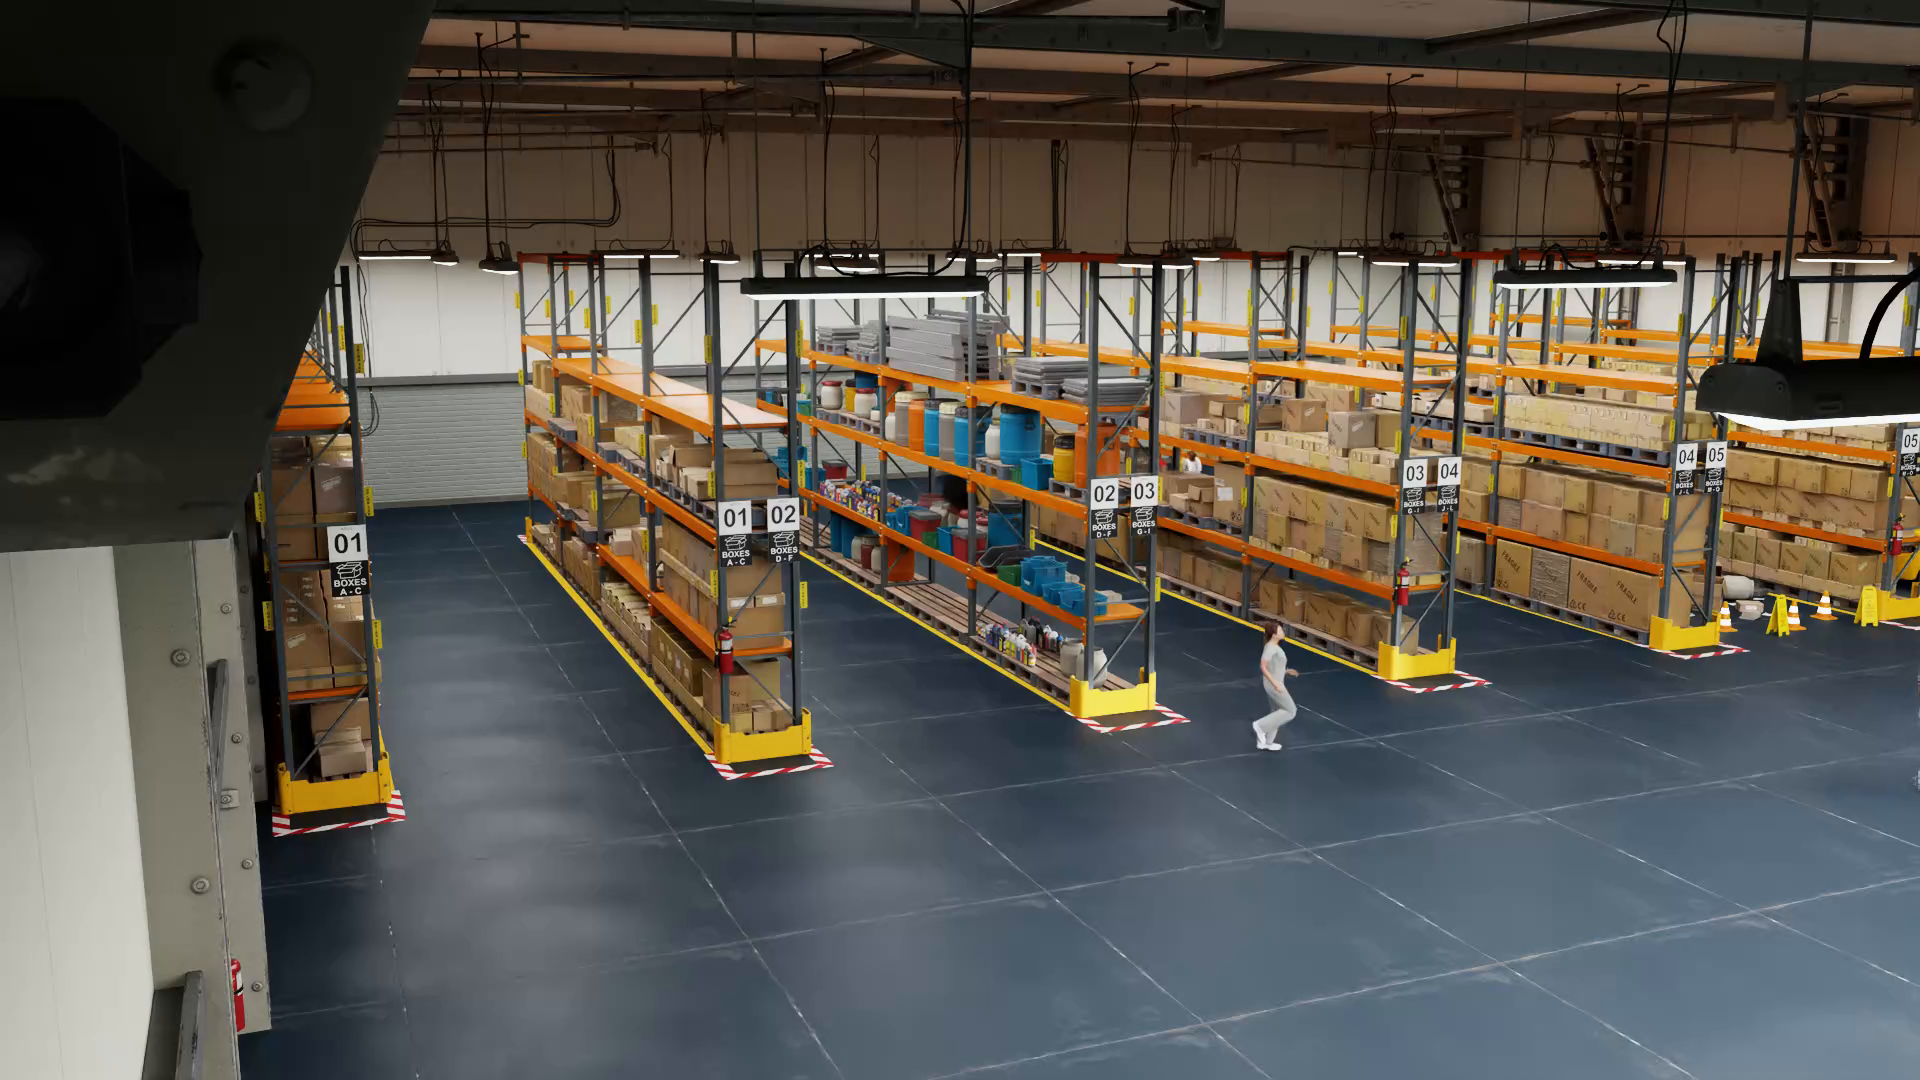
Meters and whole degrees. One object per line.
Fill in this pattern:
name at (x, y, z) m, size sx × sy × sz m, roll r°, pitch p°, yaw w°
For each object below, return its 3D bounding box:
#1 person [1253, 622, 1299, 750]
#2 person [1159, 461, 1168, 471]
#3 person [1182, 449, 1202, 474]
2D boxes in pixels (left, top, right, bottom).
person at (3.922, 1.812, 20.622) m, size 0.559 × 1.628 × 0.568 m, roll 1°, pitch 10°, yaw 7°
person at (4.166, -0.798, 34.601) m, size 0.662 × 1.740 × 0.593 m, roll -4°, pitch 11°, yaw -19°
person at (5.058, -1.178, 36.368) m, size 0.682 × 1.787 × 0.978 m, roll -5°, pitch 12°, yaw -26°
